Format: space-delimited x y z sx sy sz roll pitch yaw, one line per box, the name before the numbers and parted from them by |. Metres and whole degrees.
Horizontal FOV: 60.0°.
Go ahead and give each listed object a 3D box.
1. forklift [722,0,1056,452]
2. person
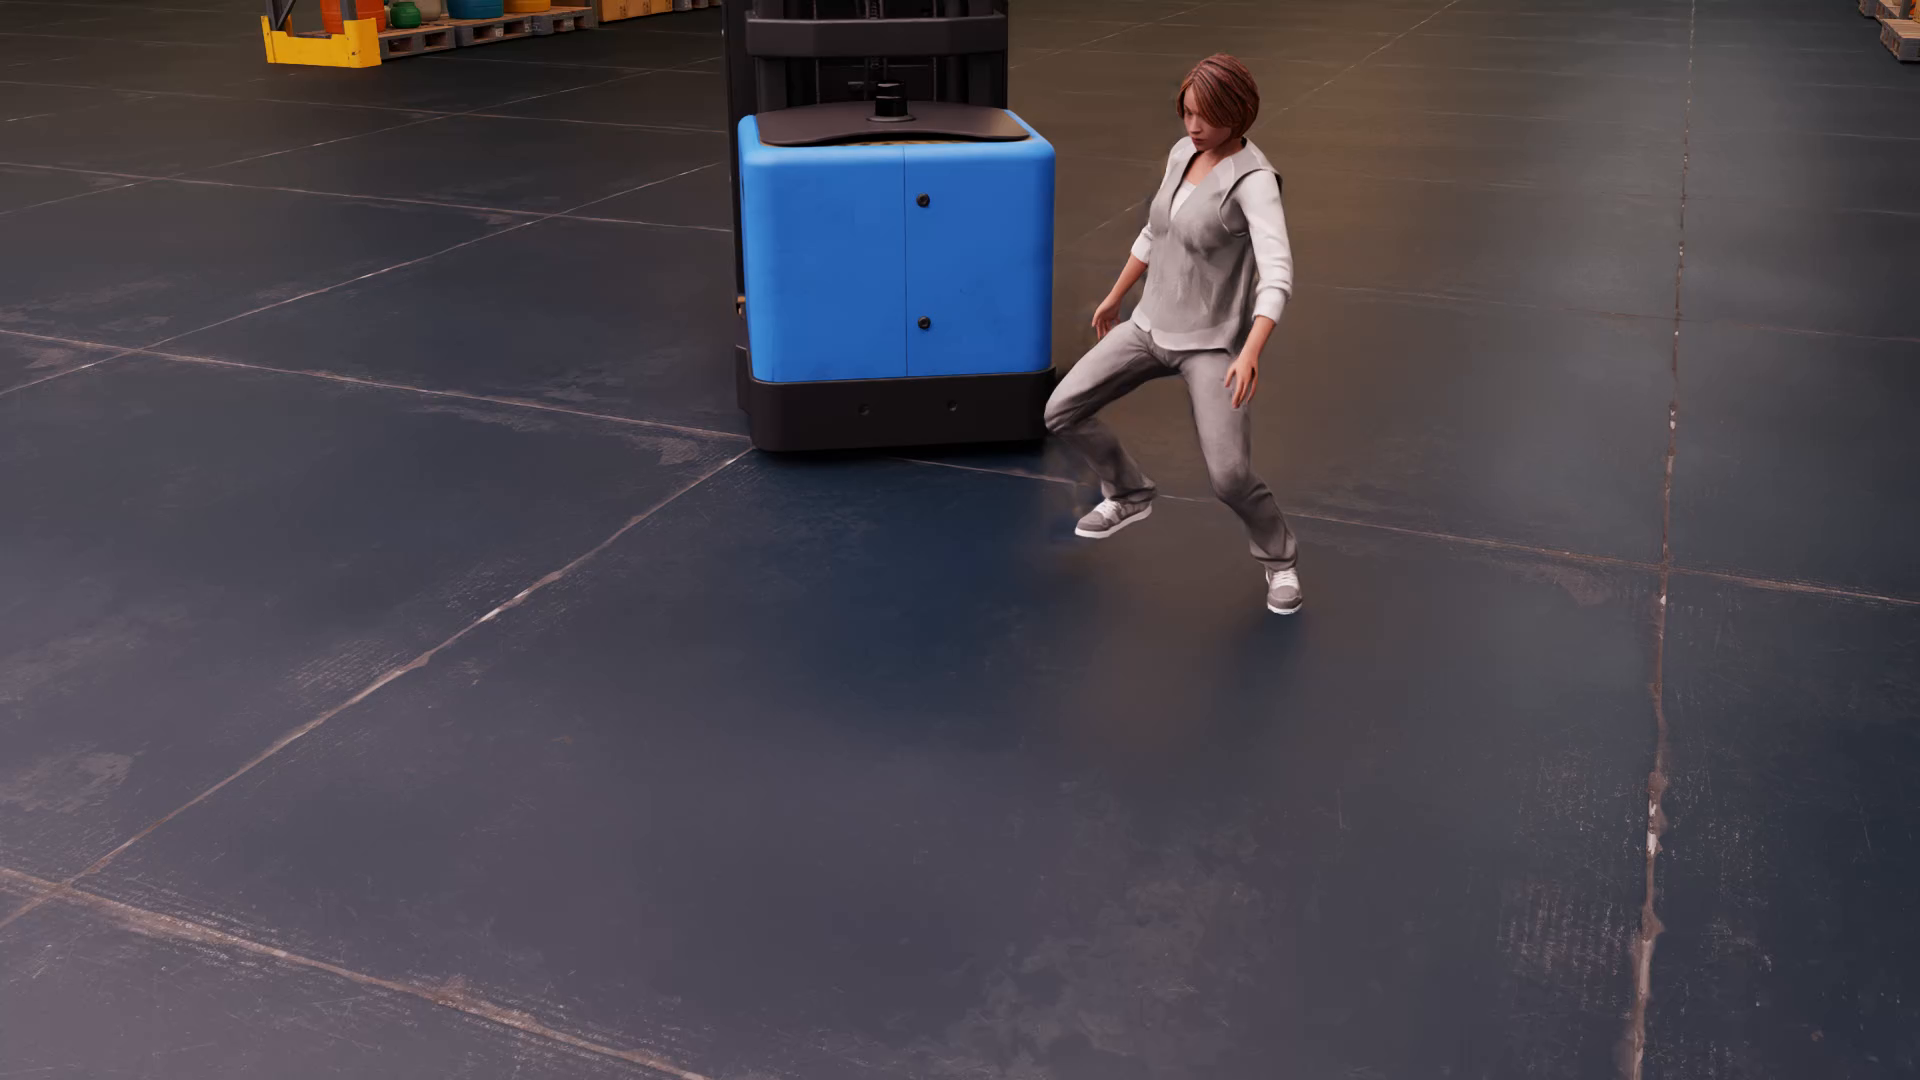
forklift | -0.395 -2.185 6.519 1.130 2.935 3.031 -3 23 -8
person | 0.631 -0.555 4.533 0.580 1.491 0.803 -13 26 -29
